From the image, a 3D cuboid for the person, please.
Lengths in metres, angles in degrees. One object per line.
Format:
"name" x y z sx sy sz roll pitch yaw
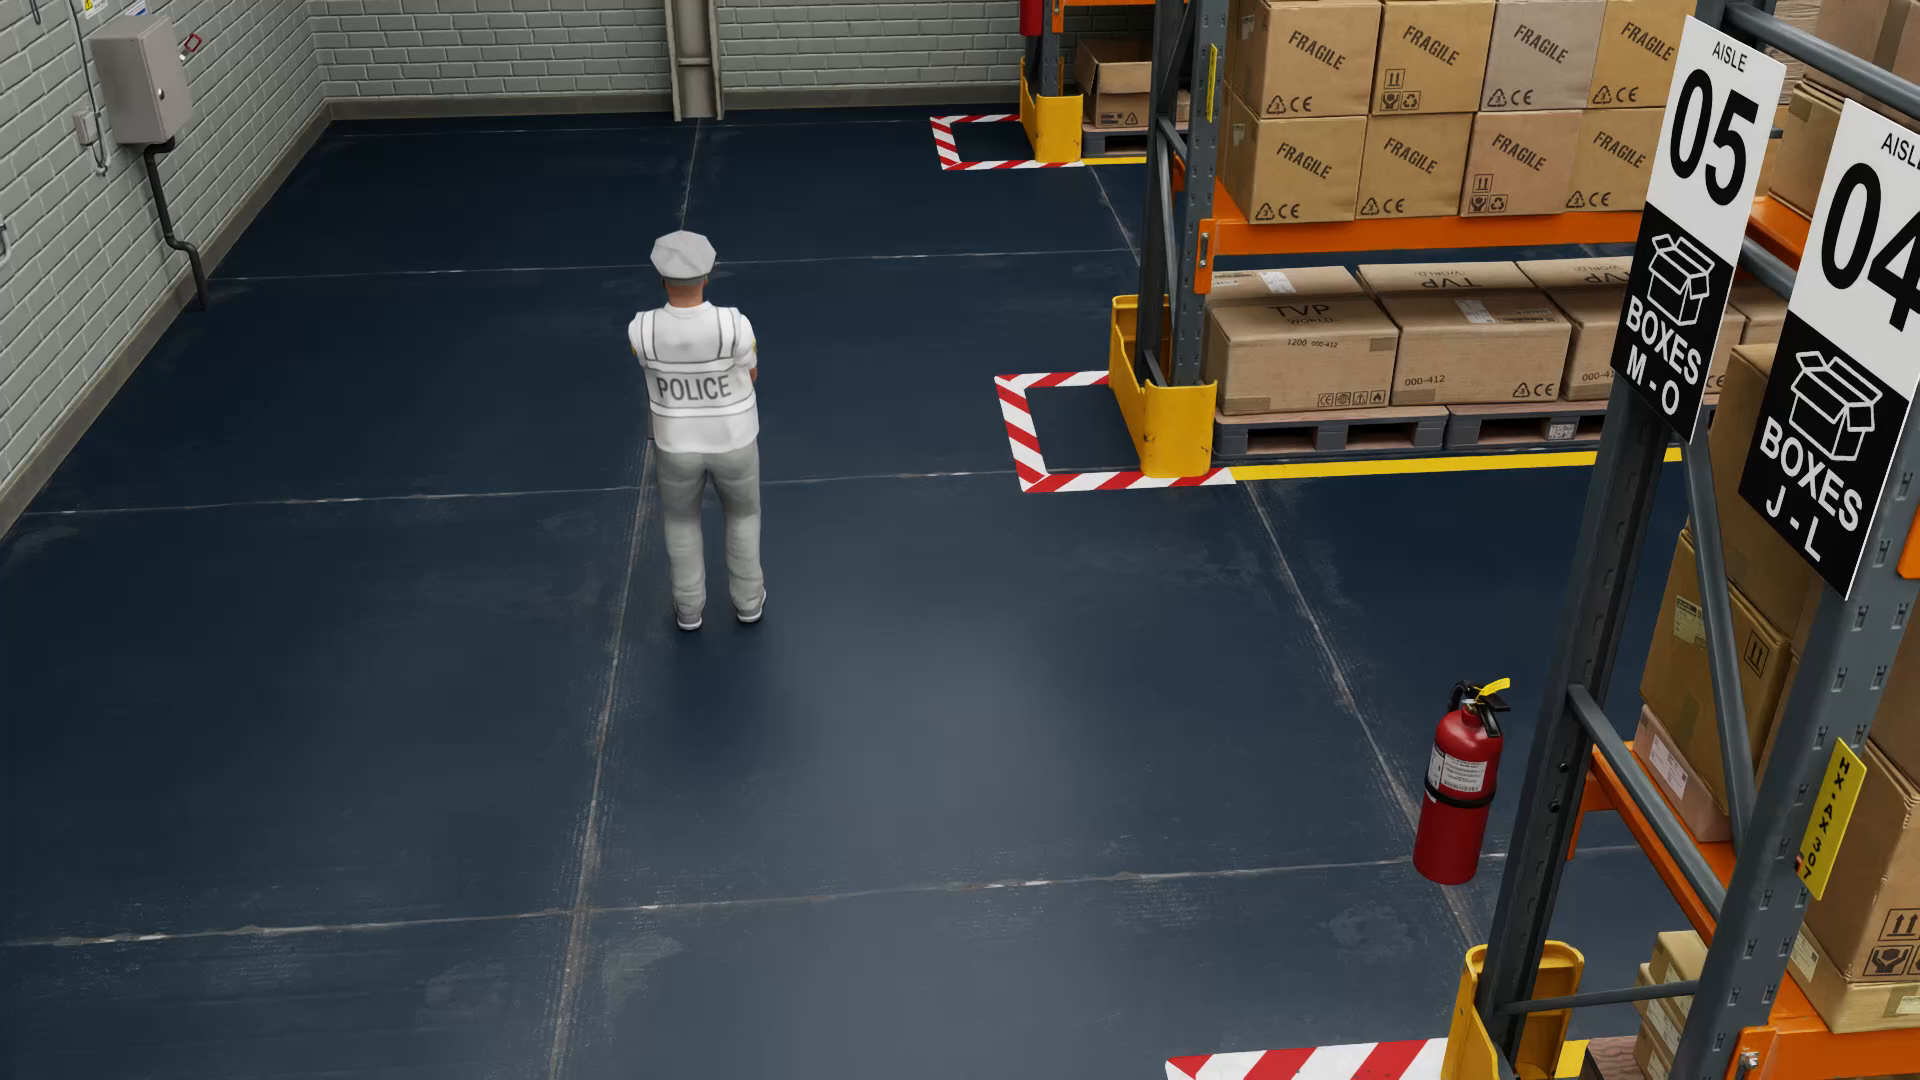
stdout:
"person" -1.062 -0.463 6.886 0.494 1.768 0.556 -2 31 -4
